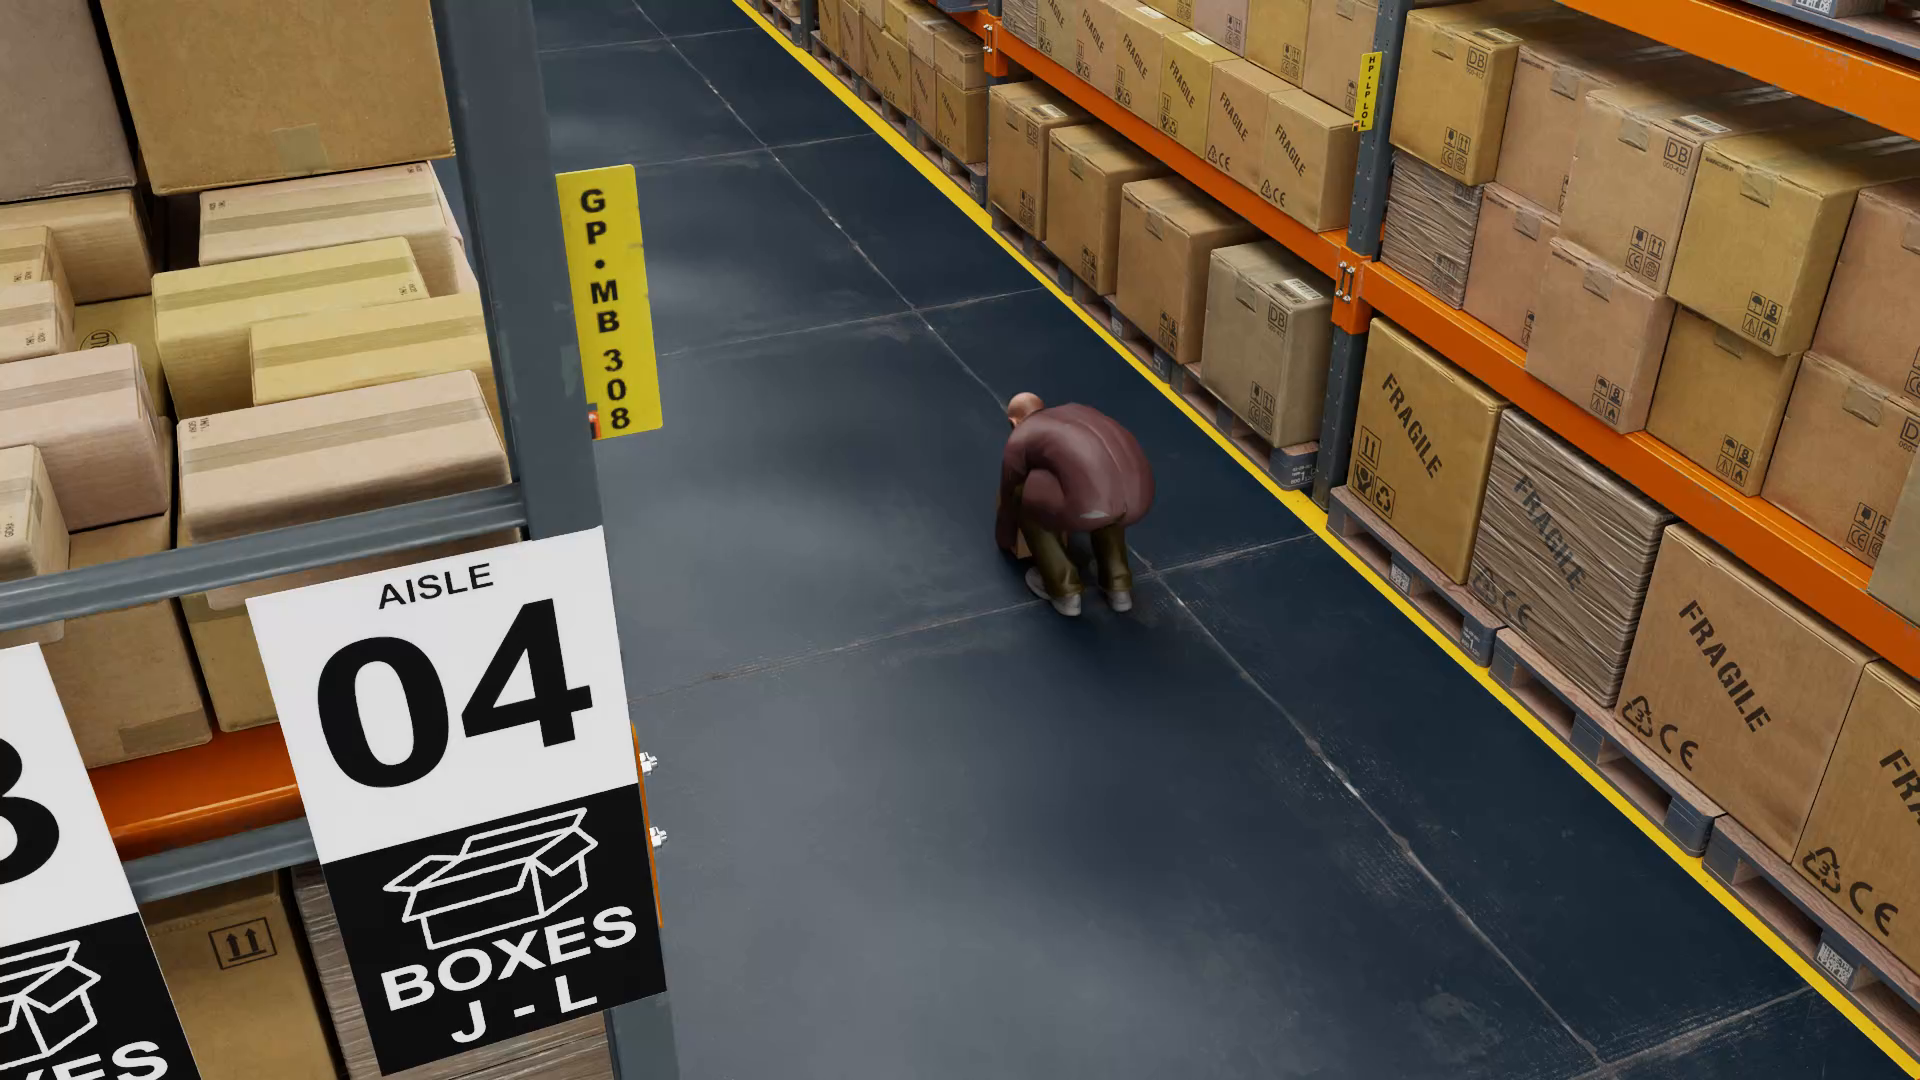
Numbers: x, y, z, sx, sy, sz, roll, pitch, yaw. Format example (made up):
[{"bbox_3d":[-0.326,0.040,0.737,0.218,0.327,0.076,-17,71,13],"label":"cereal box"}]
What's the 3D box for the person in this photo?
[{"bbox_3d":[0.480,-0.177,7.278,0.583,0.886,0.952,-14,36,-20],"label":"person"}]
